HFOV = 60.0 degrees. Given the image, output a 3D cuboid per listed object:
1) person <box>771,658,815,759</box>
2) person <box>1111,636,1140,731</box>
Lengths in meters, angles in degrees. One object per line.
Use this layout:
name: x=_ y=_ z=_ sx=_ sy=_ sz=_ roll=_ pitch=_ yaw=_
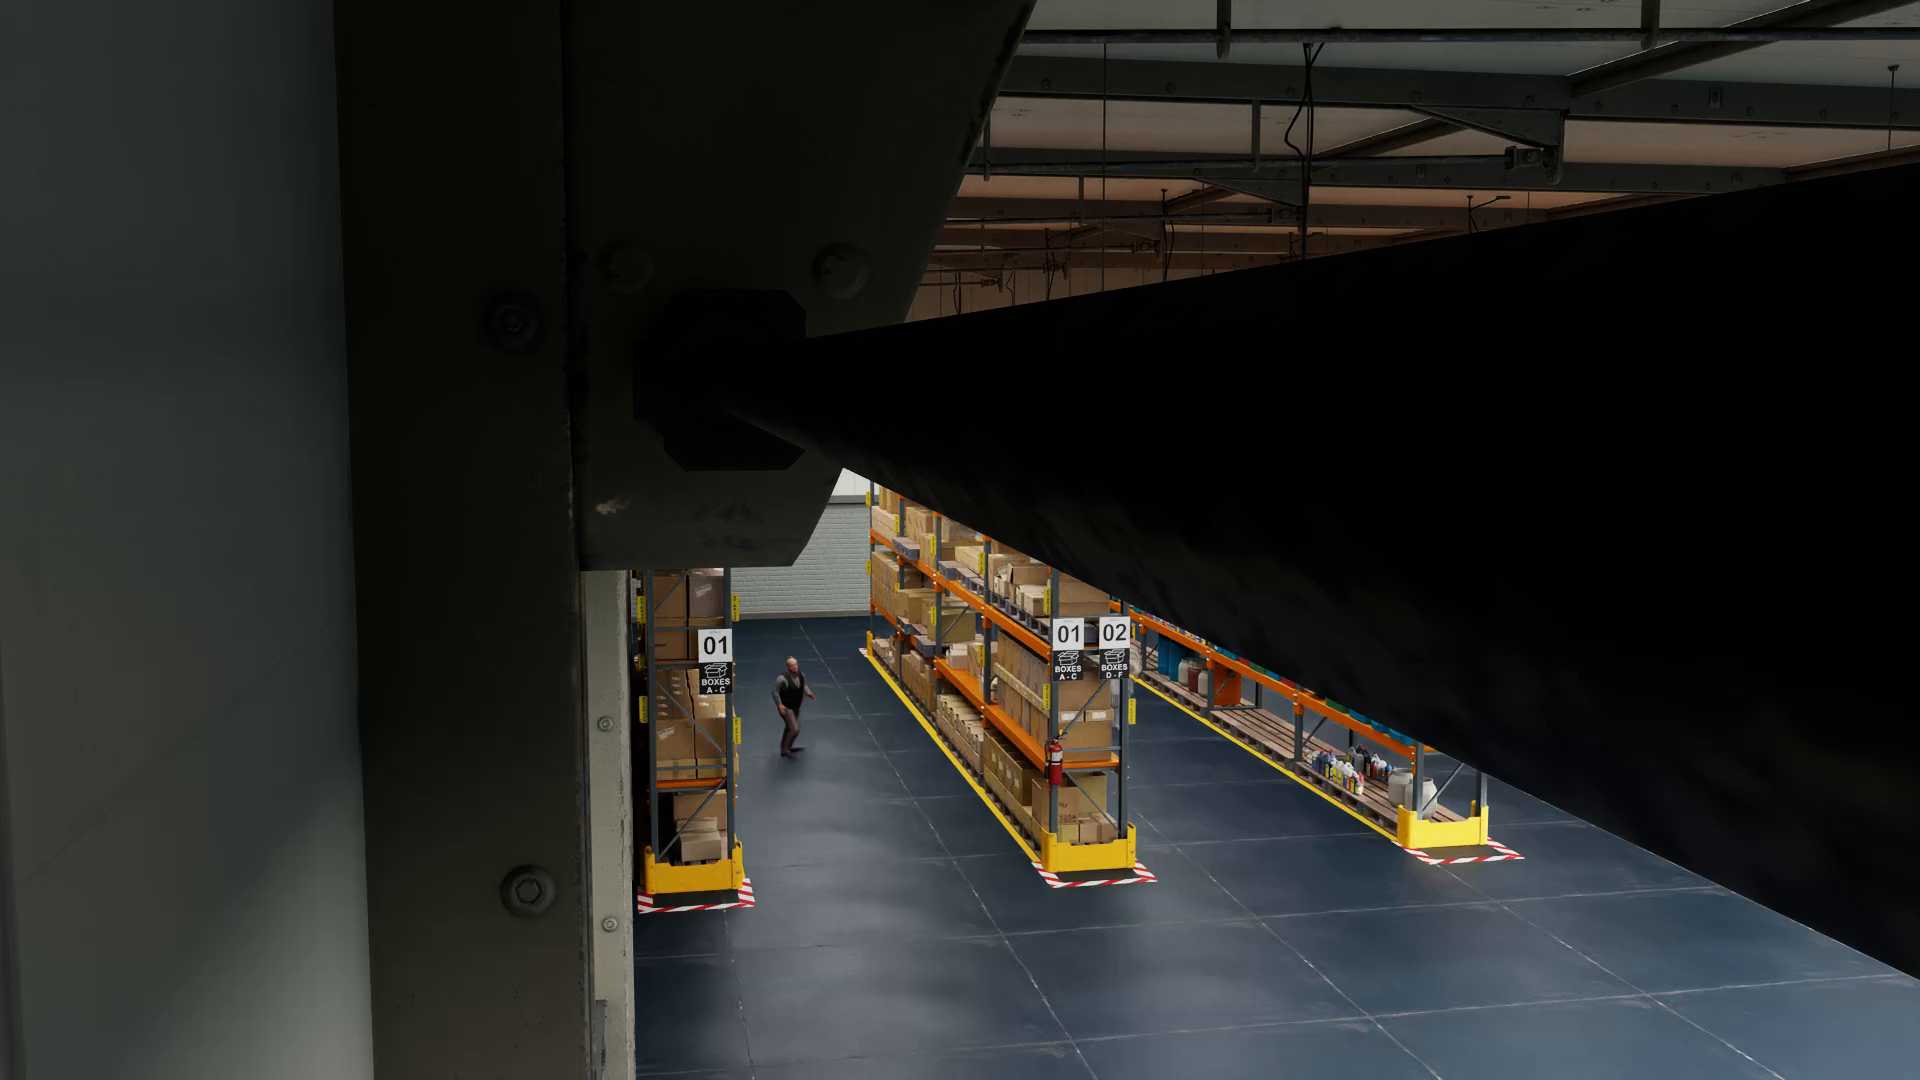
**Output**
person: x=-2.707 y=2.719 z=26.977 sx=0.809 sy=1.657 sz=0.687 roll=3 pitch=7 yaw=30
person: x=2.795 y=2.452 z=29.065 sx=0.699 sy=1.715 sz=0.719 roll=-3 pitch=7 yaw=-28
